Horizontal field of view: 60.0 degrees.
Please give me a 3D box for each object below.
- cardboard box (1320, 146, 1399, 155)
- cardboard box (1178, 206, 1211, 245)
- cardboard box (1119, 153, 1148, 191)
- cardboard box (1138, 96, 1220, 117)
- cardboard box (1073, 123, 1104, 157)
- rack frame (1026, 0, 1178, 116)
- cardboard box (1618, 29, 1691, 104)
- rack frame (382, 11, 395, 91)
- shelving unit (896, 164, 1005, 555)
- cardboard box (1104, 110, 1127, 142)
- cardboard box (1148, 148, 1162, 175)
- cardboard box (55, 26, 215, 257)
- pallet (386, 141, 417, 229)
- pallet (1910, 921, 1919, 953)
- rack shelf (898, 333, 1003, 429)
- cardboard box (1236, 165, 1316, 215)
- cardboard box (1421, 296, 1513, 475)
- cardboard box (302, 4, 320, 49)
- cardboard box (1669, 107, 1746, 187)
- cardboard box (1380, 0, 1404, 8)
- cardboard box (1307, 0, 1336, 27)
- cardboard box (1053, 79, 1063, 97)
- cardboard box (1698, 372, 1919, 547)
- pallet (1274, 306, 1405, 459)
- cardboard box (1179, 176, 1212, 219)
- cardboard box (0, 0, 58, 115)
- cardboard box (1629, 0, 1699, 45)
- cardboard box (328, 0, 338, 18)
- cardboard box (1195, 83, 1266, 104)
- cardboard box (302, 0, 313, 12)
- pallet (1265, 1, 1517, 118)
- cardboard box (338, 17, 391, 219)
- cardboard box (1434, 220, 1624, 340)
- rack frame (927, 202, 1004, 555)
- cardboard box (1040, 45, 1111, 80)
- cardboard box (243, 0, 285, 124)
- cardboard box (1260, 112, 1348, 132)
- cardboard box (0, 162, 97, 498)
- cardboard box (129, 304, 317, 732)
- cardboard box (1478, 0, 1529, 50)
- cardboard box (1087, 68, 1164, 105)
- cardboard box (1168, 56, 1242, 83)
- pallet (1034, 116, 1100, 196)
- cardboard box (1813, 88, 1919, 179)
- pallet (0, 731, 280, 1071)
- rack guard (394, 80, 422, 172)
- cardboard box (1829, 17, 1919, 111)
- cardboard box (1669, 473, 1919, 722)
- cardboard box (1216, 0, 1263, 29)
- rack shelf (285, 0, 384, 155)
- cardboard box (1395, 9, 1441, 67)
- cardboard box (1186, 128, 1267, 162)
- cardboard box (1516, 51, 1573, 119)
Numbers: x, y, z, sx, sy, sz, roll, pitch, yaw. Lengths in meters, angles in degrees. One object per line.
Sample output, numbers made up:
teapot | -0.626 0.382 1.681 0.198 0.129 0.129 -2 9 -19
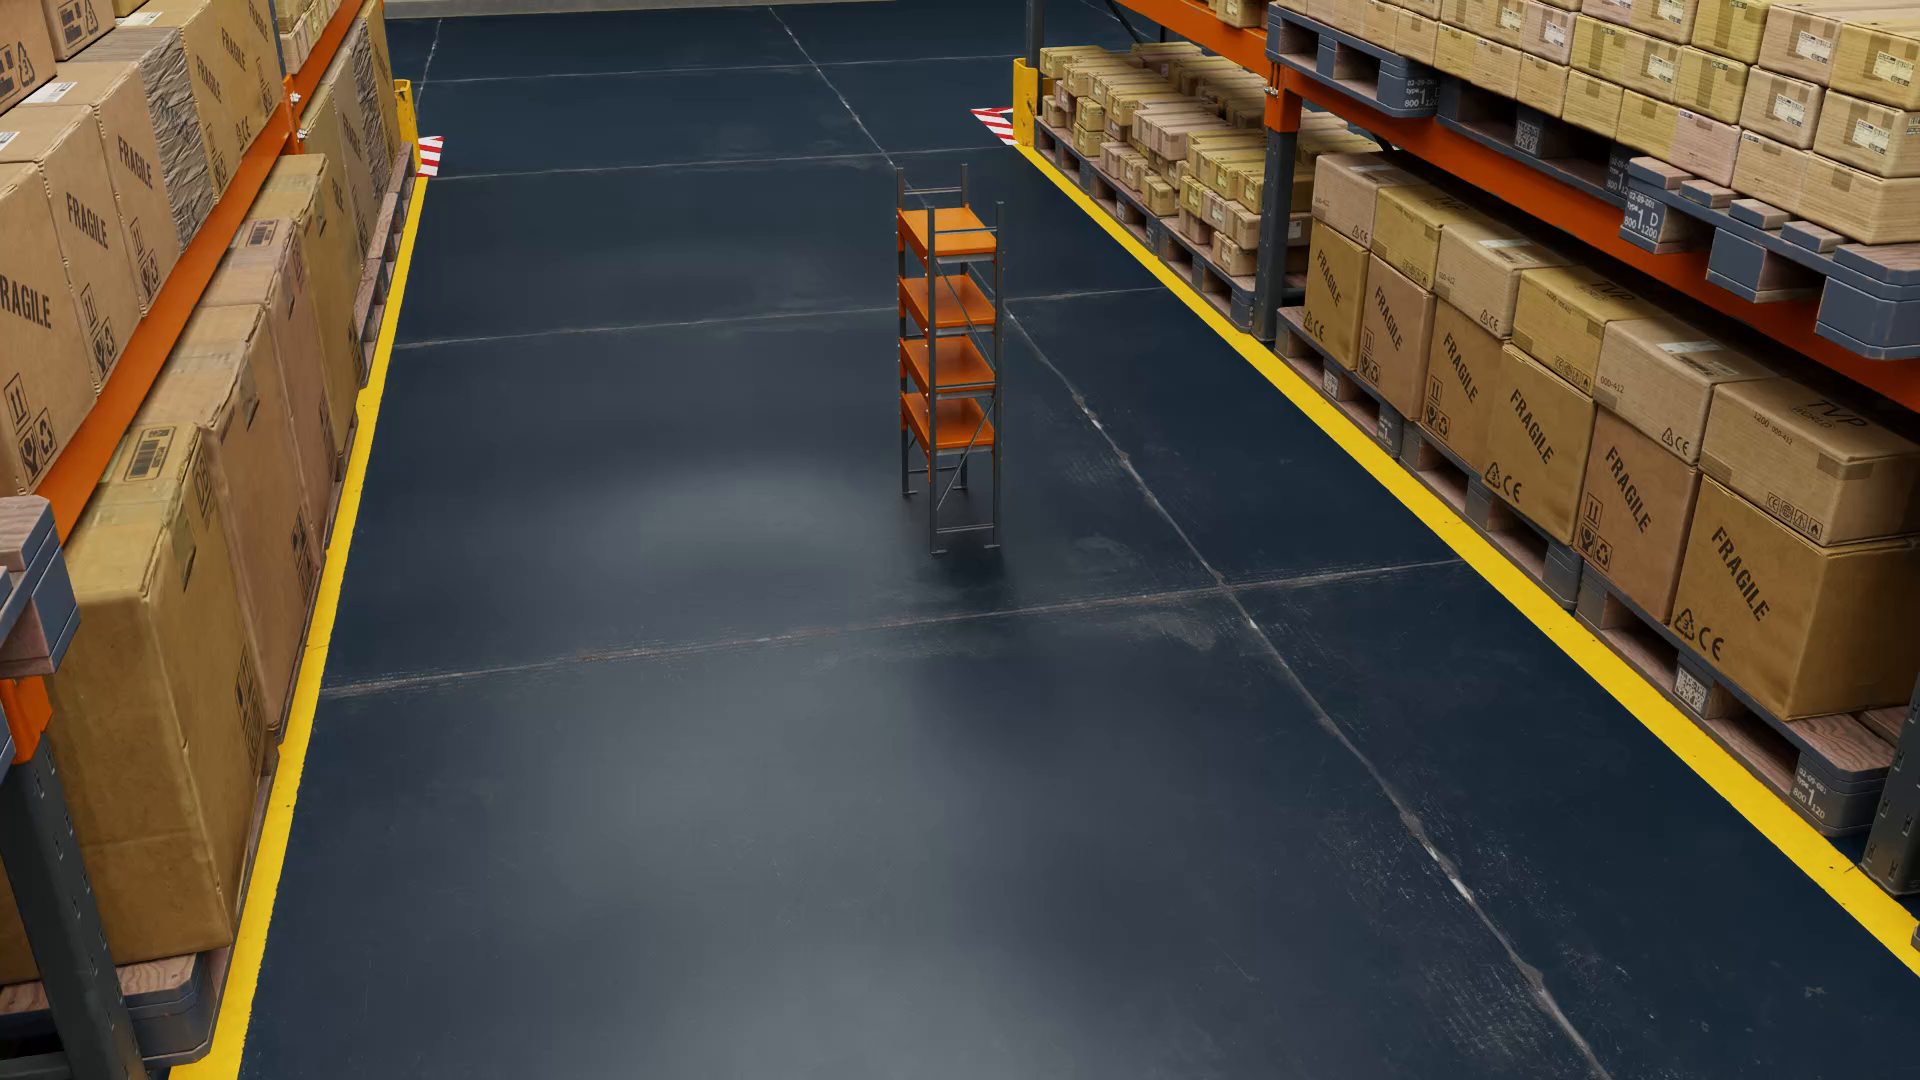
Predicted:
cardboard box | 1.950 -1.782 7.988 0.380 0.149 0.250 -5 27 -9
cardboard box | 1.310 -1.586 8.262 0.380 0.149 0.250 -7 28 -13
cardboard box | 1.096 -2.033 9.146 0.380 0.149 0.250 -6 27 -12
cardboard box | 1.181 -2.298 9.011 0.380 0.149 0.250 -6 27 -11
cardboard box | 0.887 -2.372 9.819 0.380 0.149 0.250 -6 27 -11
rack frame | 0.929 -4.058 10.461 1.000 3.000 0.127 -6 27 -12
cardboard box | 1.997 -1.267 4.414 0.380 0.149 0.250 -6 27 -11
rack frame | -3.927 -3.599 9.551 1.000 3.000 0.127 -6 27 -12
shelving unit | -0.037 -0.608 5.624 0.258 1.200 0.503 -6 27 -12
cardboard box | 1.049 -2.395 9.533 0.380 0.149 0.250 -7 28 -14
cardboard box | 1.221 -2.039 8.828 0.380 0.149 0.250 -7 28 -14
cardboard box | -2.316 -1.043 4.376 0.500 0.500 0.500 -6 27 -11
pallet | -3.670 -2.011 9.500 1.003 0.211 1.213 -6 27 -12
pallet | 2.836 1.053 3.430 1.003 0.211 1.213 -6 27 -12
rack shelf | -0.037 -0.548 5.654 0.258 0.148 0.480 -6 27 -12
cardboard box | 1.496 -1.612 7.653 0.380 0.149 0.250 -5 27 -10
cardboard box | 1.990 -0.562 5.842 0.500 0.500 0.500 -5 27 -11
cardboard box | -2.887 -2.125 6.910 0.380 0.149 0.250 -5 27 -10
cardboard box | 2.060 -1.013 4.241 0.380 0.149 0.250 -5 27 -11
cardboard box | 1.649 -1.950 5.766 0.380 0.149 0.250 -7 28 -14
cardboard box | 1.539 -2.037 6.269 0.380 0.149 0.250 -6 27 -11
cardboard box | 0.797 -2.850 10.434 0.380 0.149 0.250 -5 27 -9
cardboard box | 2.322 -0.226 4.345 0.500 0.250 0.500 -7 28 -13
pallet | 2.007 -0.716 6.933 1.003 0.211 1.213 -6 27 -12
cardboard box | 1.299 -1.689 8.135 0.380 0.149 0.250 -7 28 -13
cardboard box | -2.417 -1.188 3.551 0.797 0.503 0.637 -5 27 -10
cardboard box | 1.997 -1.398 4.343 0.380 0.149 0.250 -5 27 -10
cardboard box | -3.060 -2.463 7.580 0.380 0.149 0.250 -6 27 -11
cardboard box | 1.540 -2.455 9.324 0.380 0.149 0.250 -7 28 -13
cardboard box | -2.983 -2.360 6.934 0.500 0.250 0.500 -6 27 -12
pallet | 1.861 -1.866 6.331 1.003 0.211 1.213 -6 27 -12
cardboard box | -3.499 -2.165 8.603 0.875 0.875 0.875 -6 27 -12
cardboard box | 1.972 -0.899 5.679 0.500 0.250 0.500 -5 27 -10
rack frame | 0.018 -0.501 5.411 0.240 1.200 0.015 -6 27 -12
cardboard box | 0.716 -2.974 10.351 0.380 0.149 0.250 -7 28 -14
cardboard box | -2.654 -1.710 5.698 0.500 0.500 0.500 -6 27 -11
cardboard box | 1.786 -2.120 8.659 0.380 0.149 0.250 -5 27 -10
cardboard box | -1.968 -0.372 3.048 0.500 0.500 0.500 -5 27 -10
cardboard box | -2.452 -0.023 4.358 1.225 0.875 0.875 -6 27 -11
cardboard box | 1.825 -1.604 5.082 0.380 0.149 0.250 -6 28 -13
cardboard box | 0.964 -2.641 9.691 0.380 0.149 0.250 -7 28 -14
cardboard box | 1.478 -2.815 10.036 0.380 0.149 0.250 -7 28 -13
pallet | 1.094 -2.420 10.310 1.003 0.211 1.213 -6 27 -12
cardboard box | 2.177 -0.925 3.736 0.380 0.149 0.250 -5 27 -11
pallet | -2.228 0.804 3.922 1.003 0.211 1.213 -6 27 -12
rack guard | -3.932 -2.493 10.135 1.175 0.500 0.348 -6 27 -12
cardboard box | 2.174 -1.056 3.665 0.380 0.149 0.250 -7 28 -14
cardboard box | 2.328 0.120 4.491 0.500 0.500 0.500 -6 27 -12
cardboard box | 1.373 -2.394 7.442 0.380 0.149 0.250 -7 28 -13
rack shelf | -3.476 -2.400 7.974 1.077 0.370 4.000 -6 27 -12
cardboard box | 1.705 -1.705 5.611 0.380 0.149 0.250 -7 28 -14
cardboard box | 1.354 -1.951 8.324 0.380 0.149 0.250 -5 27 -10
cardboard box | 1.889 -1.355 4.918 0.380 0.149 0.250 -5 27 -10
